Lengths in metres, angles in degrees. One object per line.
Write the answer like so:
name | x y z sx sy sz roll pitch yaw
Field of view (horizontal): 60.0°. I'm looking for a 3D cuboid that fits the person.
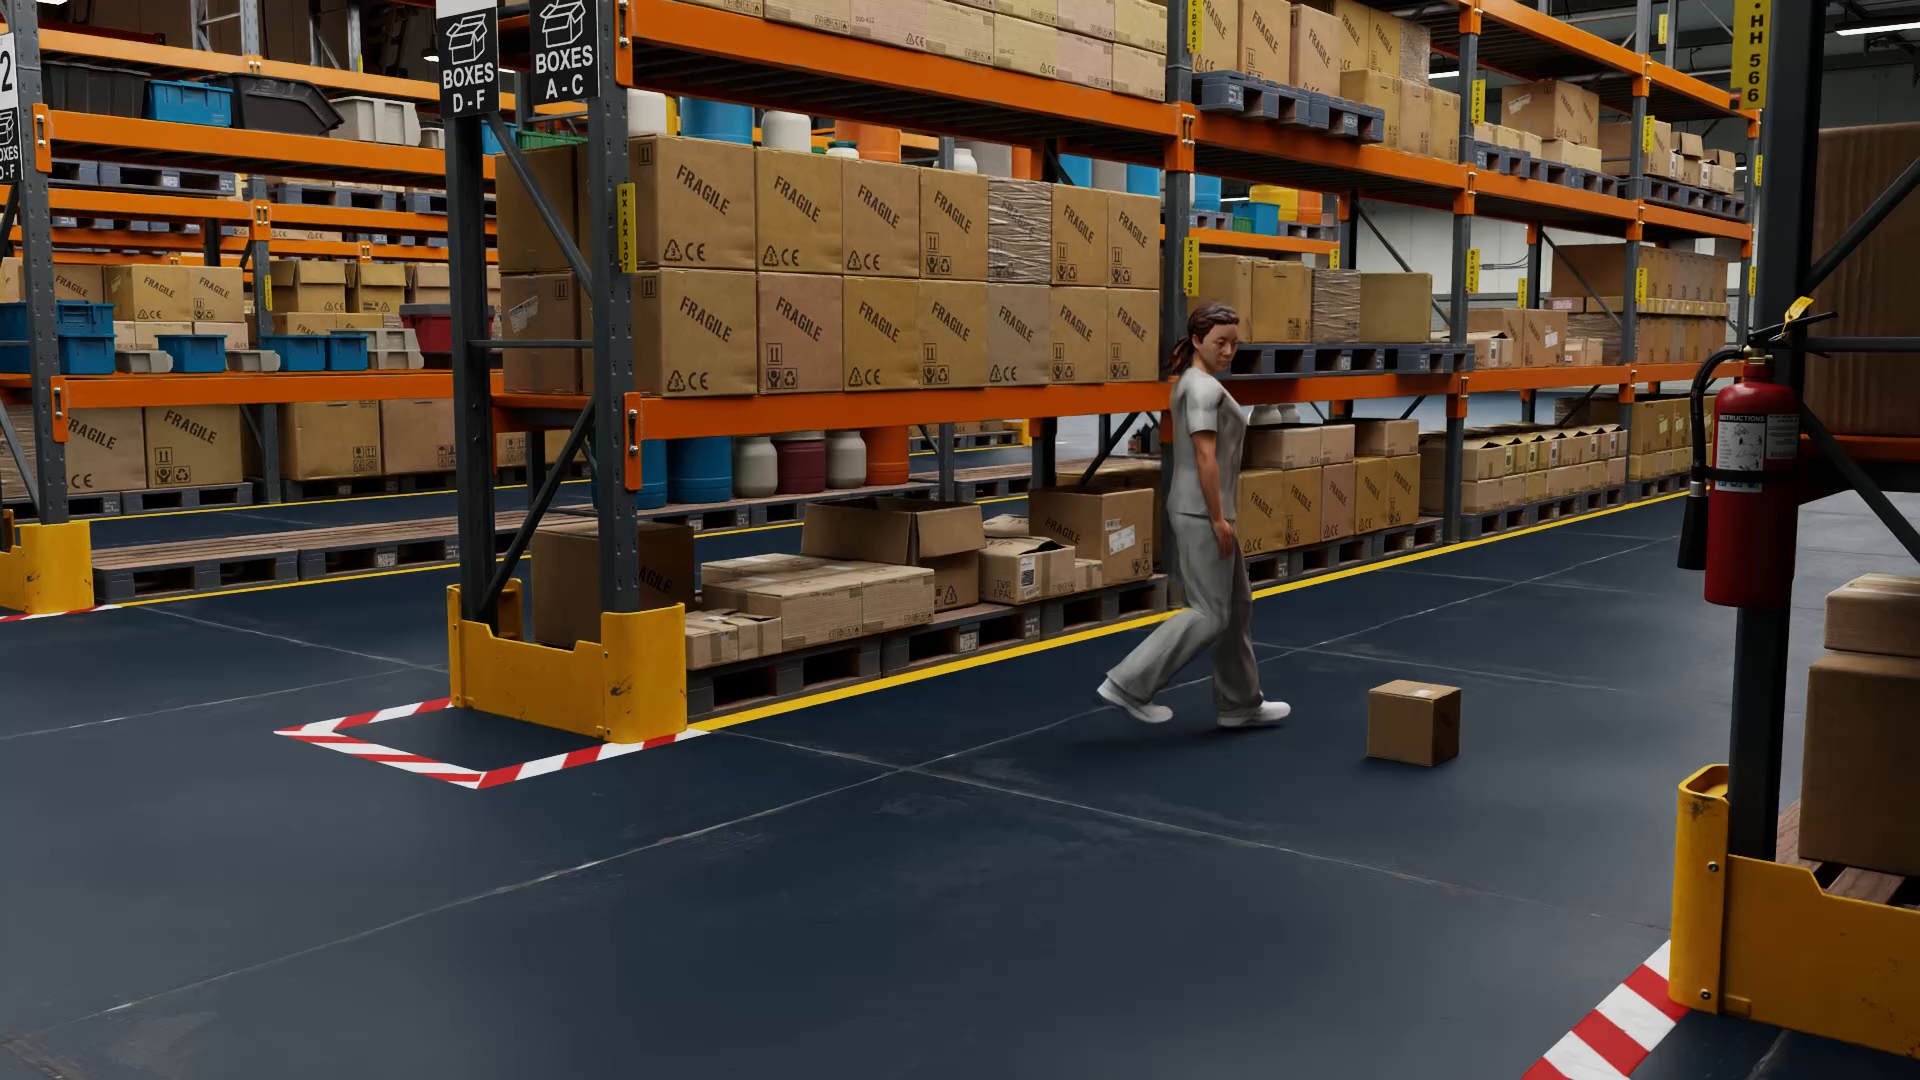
person | 0.914 -0.080 6.354 0.804 1.655 0.470 0 7 -1
